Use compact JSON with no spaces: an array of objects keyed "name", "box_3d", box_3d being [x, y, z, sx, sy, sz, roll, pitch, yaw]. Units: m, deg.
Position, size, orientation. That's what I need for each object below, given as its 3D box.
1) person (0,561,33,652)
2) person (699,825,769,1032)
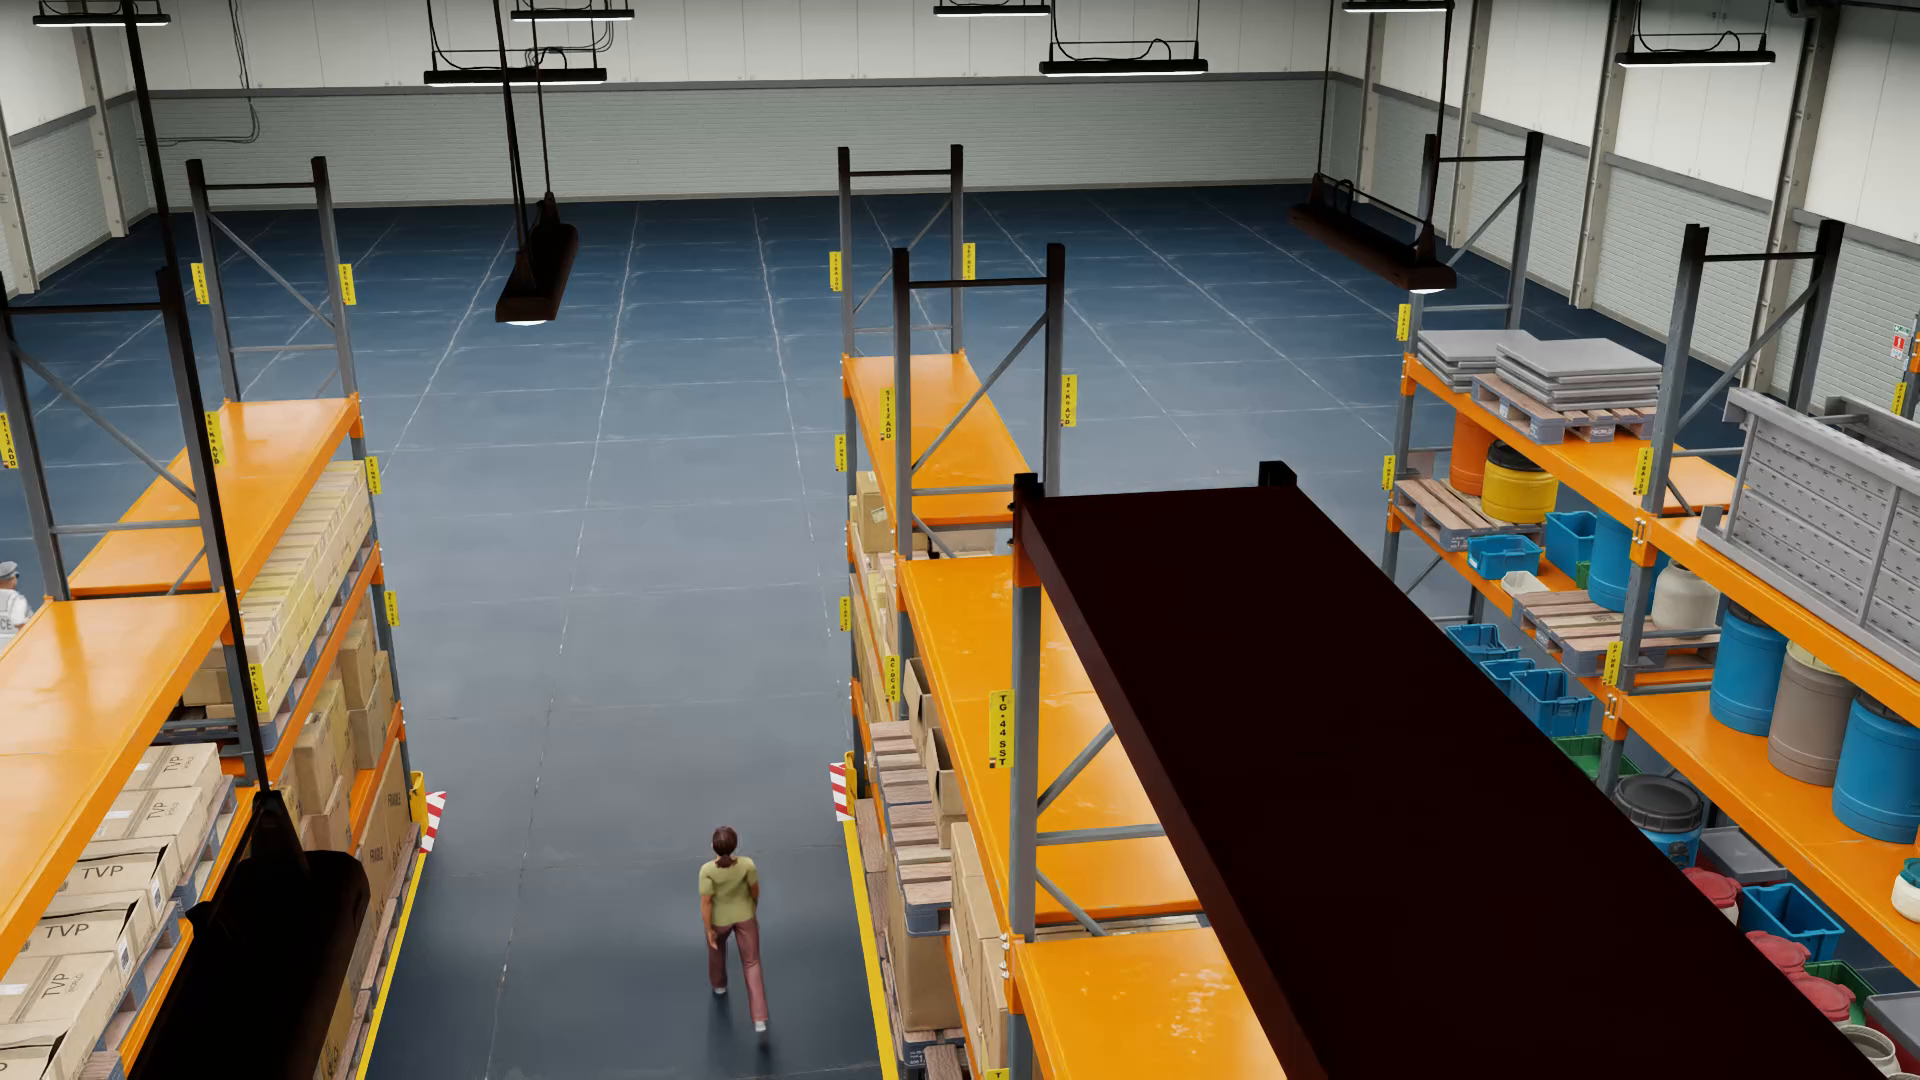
[{"name":"person","box_3d":[-9.475,1.121,16.483,0.596,1.733,0.678,3,22,9]},{"name":"person","box_3d":[-1.701,2.796,12.330,0.461,1.618,0.992,-7,23,-17]}]
